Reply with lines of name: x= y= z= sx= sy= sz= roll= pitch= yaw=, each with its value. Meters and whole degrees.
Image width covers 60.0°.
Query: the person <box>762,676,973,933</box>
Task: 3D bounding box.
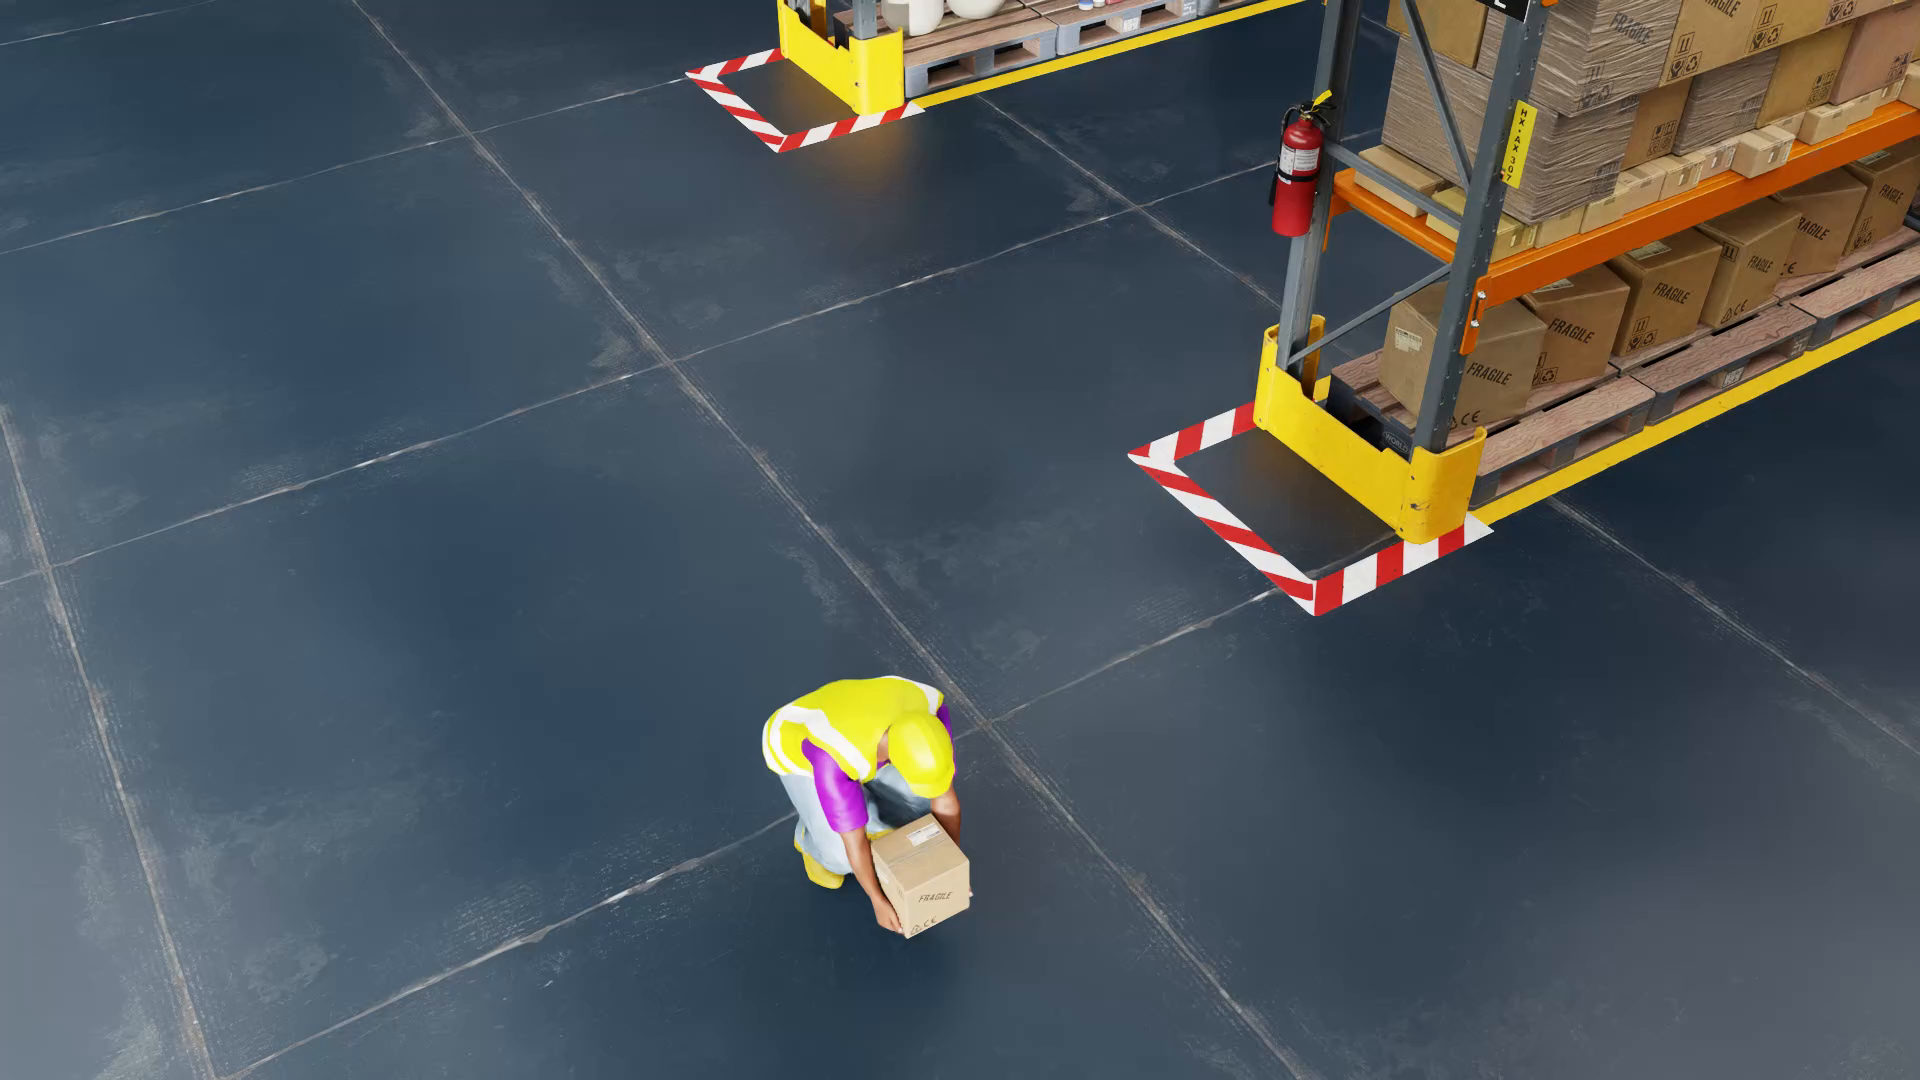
person: x=-0.298 y=0.819 z=5.770 sx=0.546 sy=1.012 sz=0.897 roll=-23 pitch=46 yaw=-25
